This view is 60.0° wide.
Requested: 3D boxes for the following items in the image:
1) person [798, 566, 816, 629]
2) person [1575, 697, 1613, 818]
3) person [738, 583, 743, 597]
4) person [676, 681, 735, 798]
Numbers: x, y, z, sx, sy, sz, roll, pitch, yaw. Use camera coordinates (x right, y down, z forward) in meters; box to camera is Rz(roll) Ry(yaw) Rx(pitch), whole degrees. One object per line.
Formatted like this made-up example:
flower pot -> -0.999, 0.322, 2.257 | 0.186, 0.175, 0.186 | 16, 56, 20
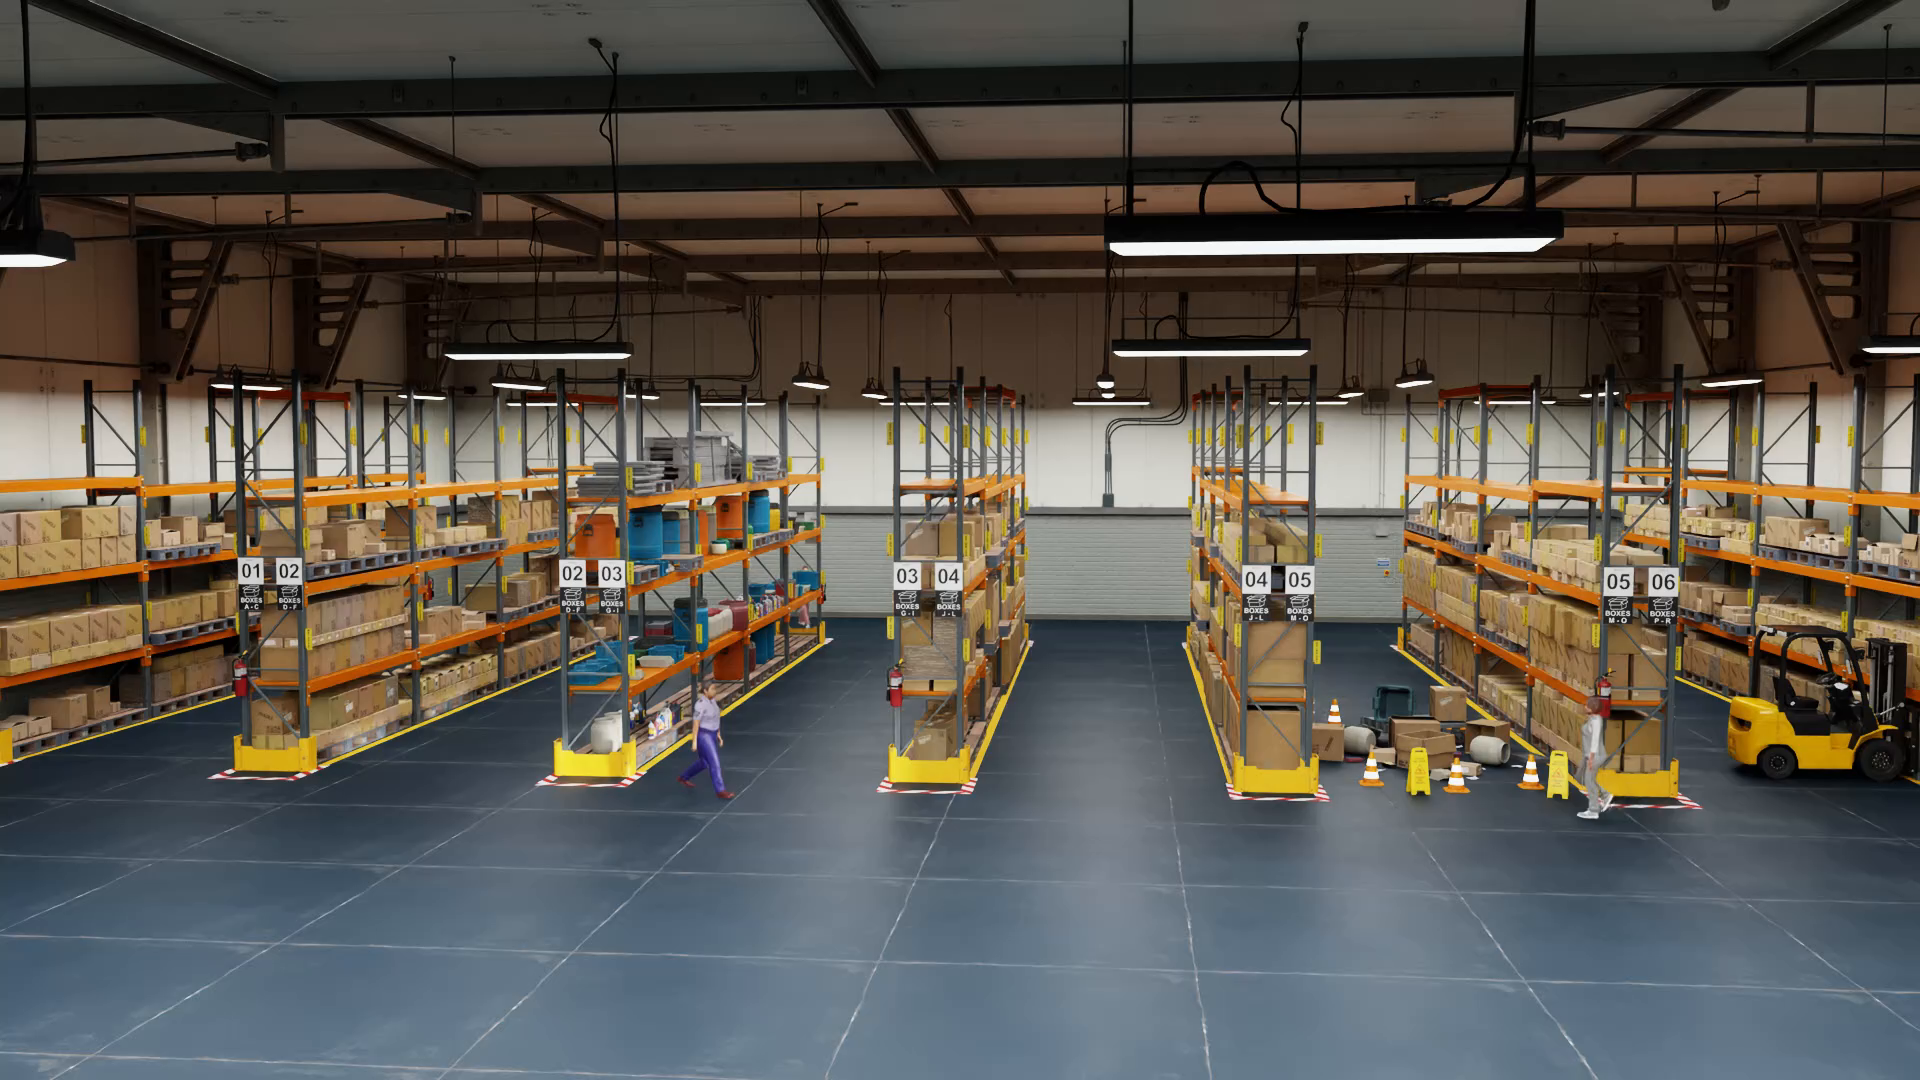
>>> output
person -> -4.026, 1.483, 43.339 | 0.466, 1.604, 1.105 | -2, 4, -29
person -> 8.316, 2.837, 21.711 | 0.477, 1.588, 0.423 | 0, 4, 6
person -> -4.972, 1.788, 38.395 | 0.476, 1.627, 1.055 | 2, 4, 26
person -> -3.553, 2.767, 23.233 | 1.020, 1.580, 0.511 | 1, 4, 15
